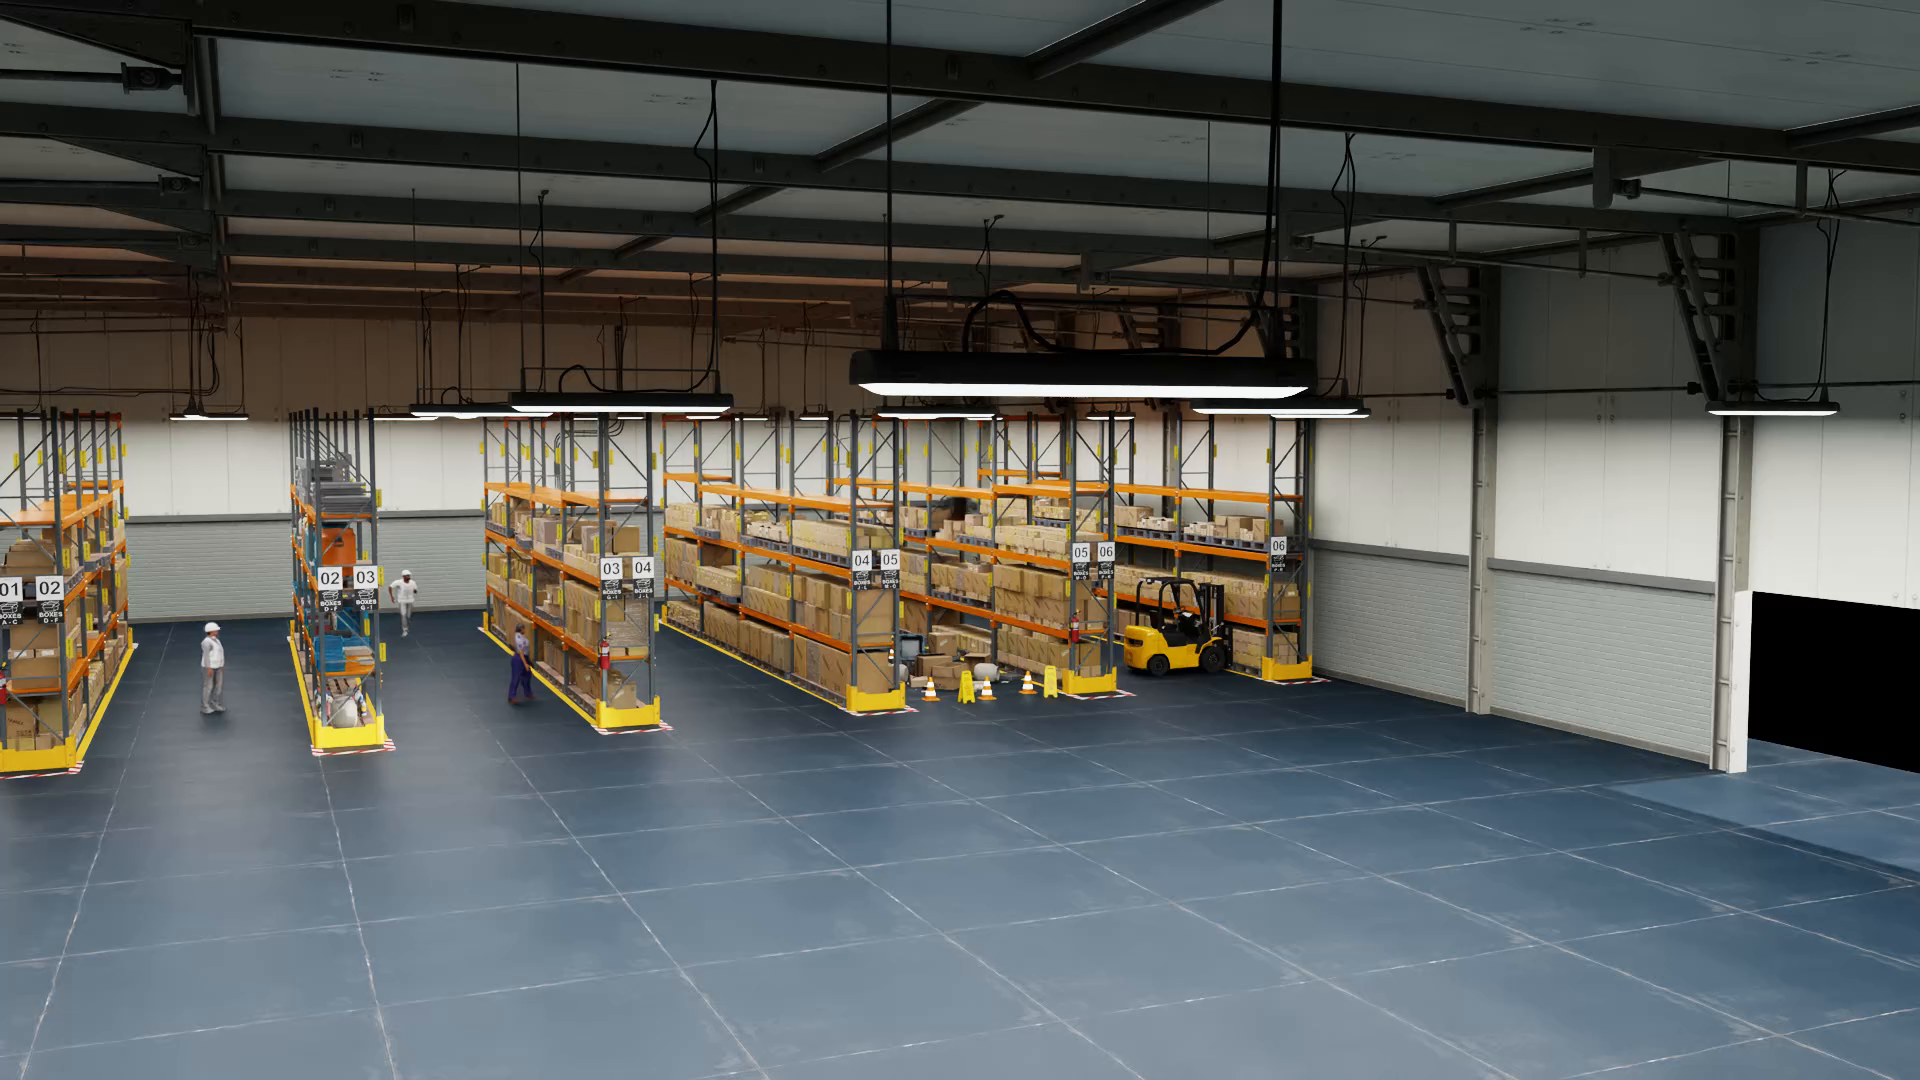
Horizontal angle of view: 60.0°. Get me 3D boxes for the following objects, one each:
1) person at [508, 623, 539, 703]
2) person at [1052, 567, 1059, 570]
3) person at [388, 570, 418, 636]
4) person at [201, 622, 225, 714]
[{"bbox_3d":[-9.003,2.524,34.194,0.511,1.681,0.660,0,4,-1],"label":"person"},{"bbox_3d":[2.413,1.563,43.388,0.420,1.717,0.531,2,4,21],"label":"person"},{"bbox_3d":[-14.992,1.674,44.841,0.758,1.735,1.016,-2,4,-26],"label":"person"},{"bbox_3d":[-14.829,2.522,32.981,0.386,1.787,0.571,1,4,12],"label":"person"}]
